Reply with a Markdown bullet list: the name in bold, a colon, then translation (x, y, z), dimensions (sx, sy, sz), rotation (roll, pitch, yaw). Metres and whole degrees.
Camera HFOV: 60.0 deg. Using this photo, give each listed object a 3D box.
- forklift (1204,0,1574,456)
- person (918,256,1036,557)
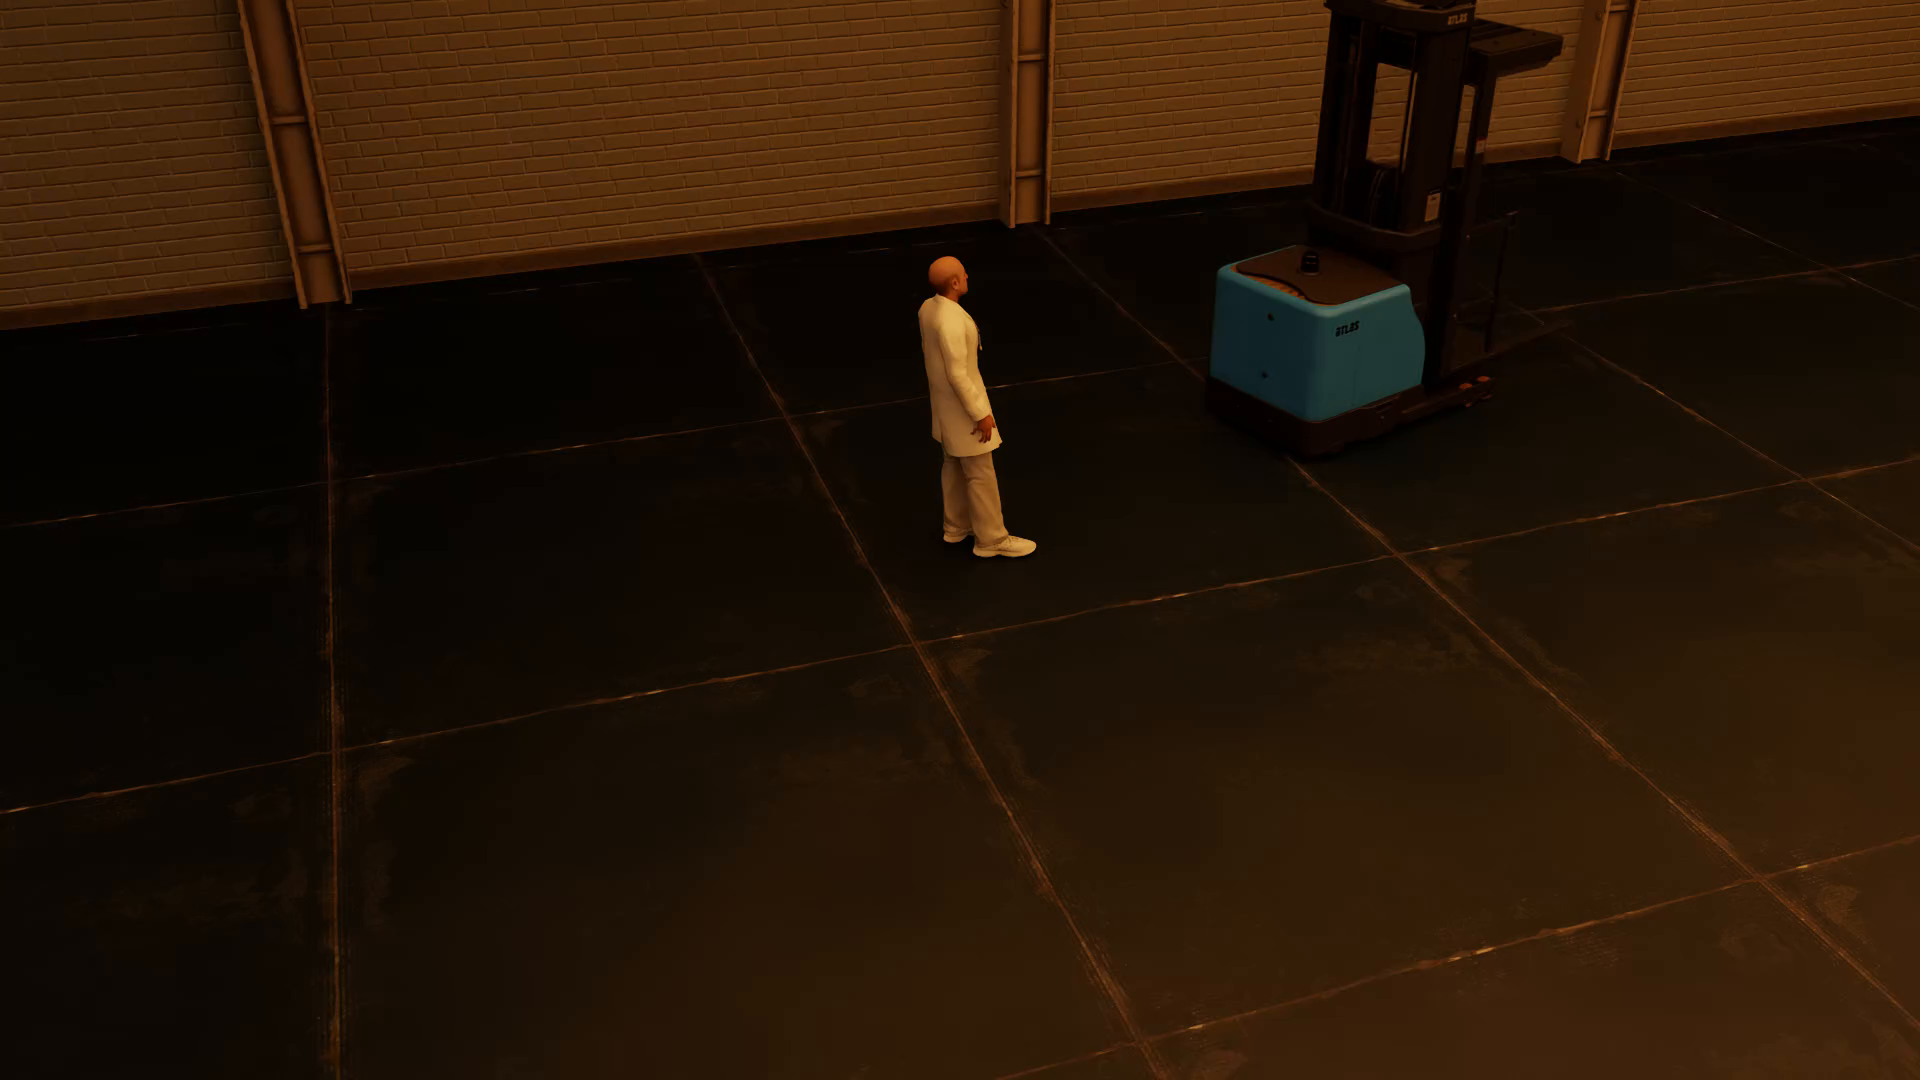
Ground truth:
- **forklift**: translation (3.176, -2.395, 11.250), dimensions (3.031, 2.935, 1.130), rotation (-20, 36, -31)
- **person**: translation (0.090, -0.789, 9.601), dimensions (0.575, 1.776, 0.696), rotation (-10, 31, -16)
